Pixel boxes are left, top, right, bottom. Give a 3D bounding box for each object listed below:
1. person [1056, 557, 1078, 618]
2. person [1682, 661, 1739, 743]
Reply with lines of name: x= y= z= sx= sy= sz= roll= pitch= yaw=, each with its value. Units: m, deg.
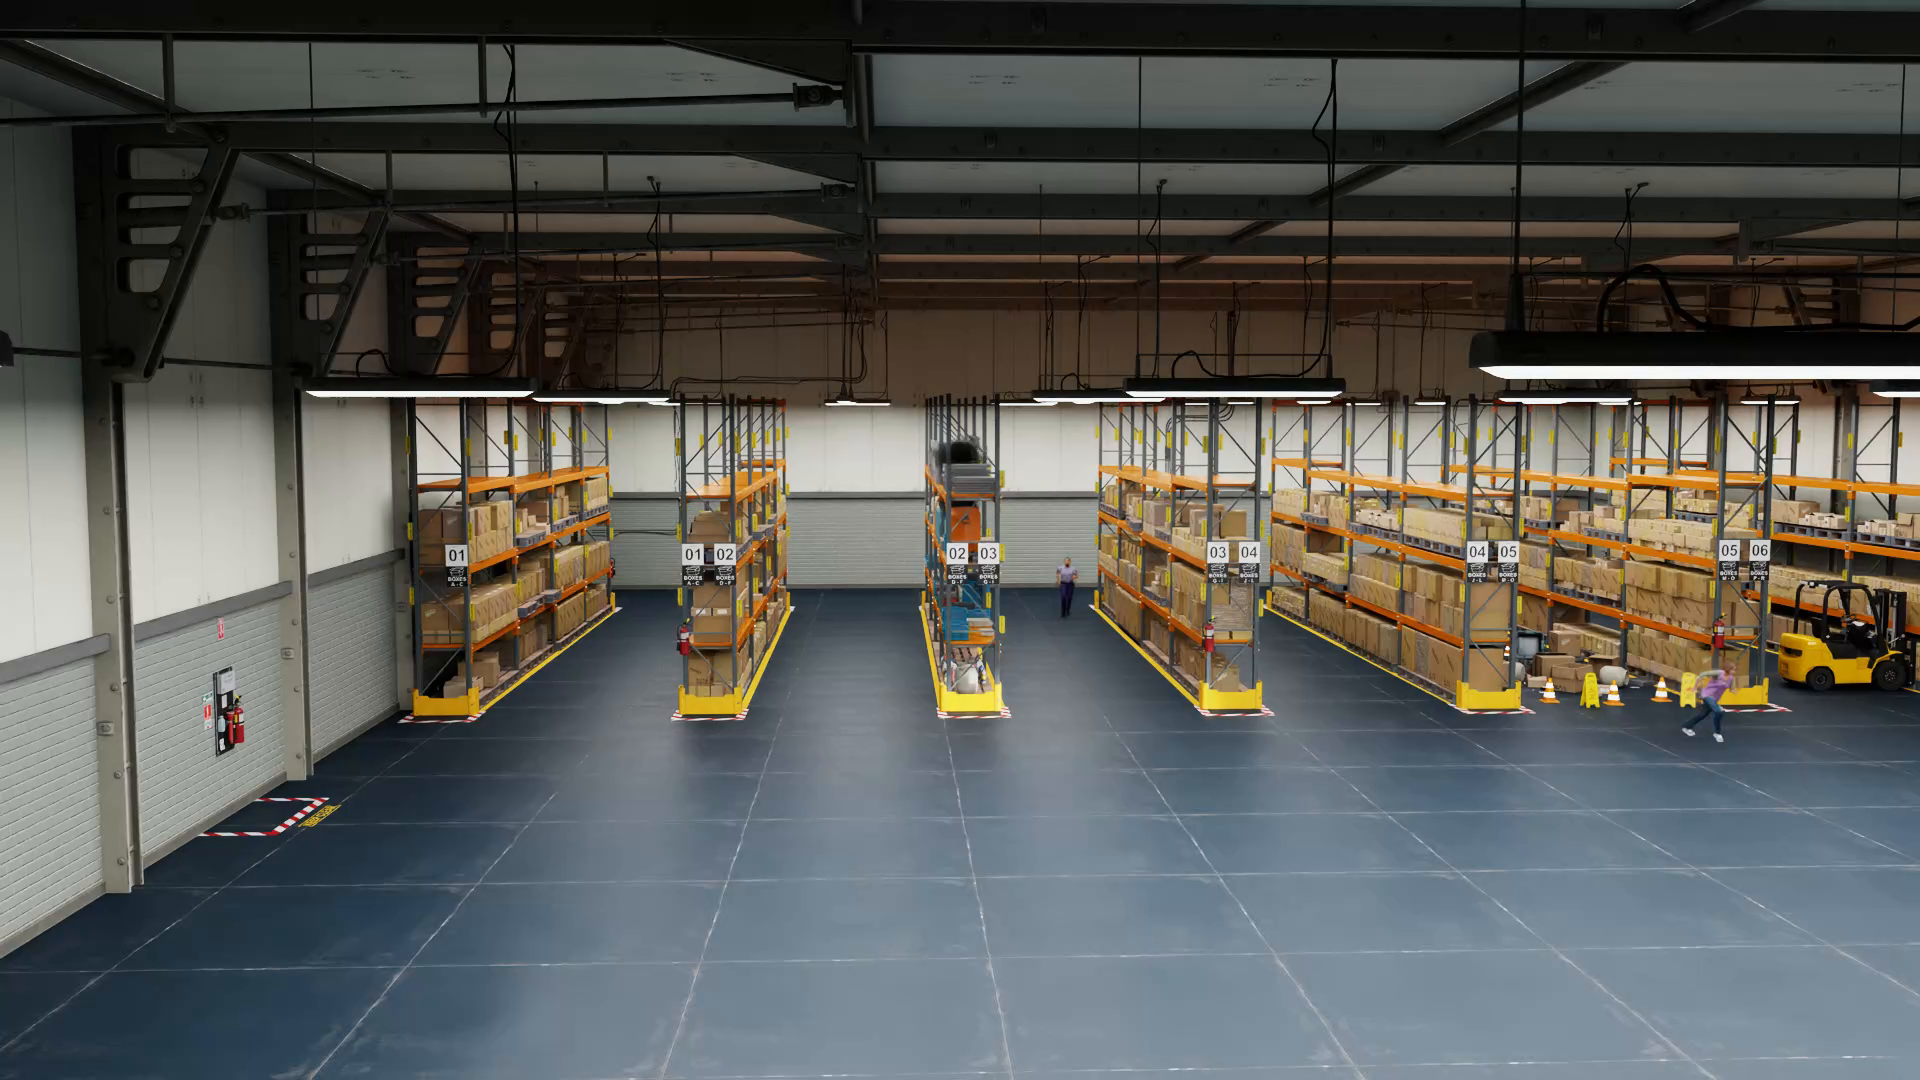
person: x=2.956 y=1.319 z=45.717 sx=0.589 sy=1.685 sz=0.730 roll=0 pitch=5 yaw=-5
person: x=12.929 y=2.738 z=28.608 sx=0.554 sy=1.408 sz=1.027 roll=-2 pitch=5 yaw=-25
